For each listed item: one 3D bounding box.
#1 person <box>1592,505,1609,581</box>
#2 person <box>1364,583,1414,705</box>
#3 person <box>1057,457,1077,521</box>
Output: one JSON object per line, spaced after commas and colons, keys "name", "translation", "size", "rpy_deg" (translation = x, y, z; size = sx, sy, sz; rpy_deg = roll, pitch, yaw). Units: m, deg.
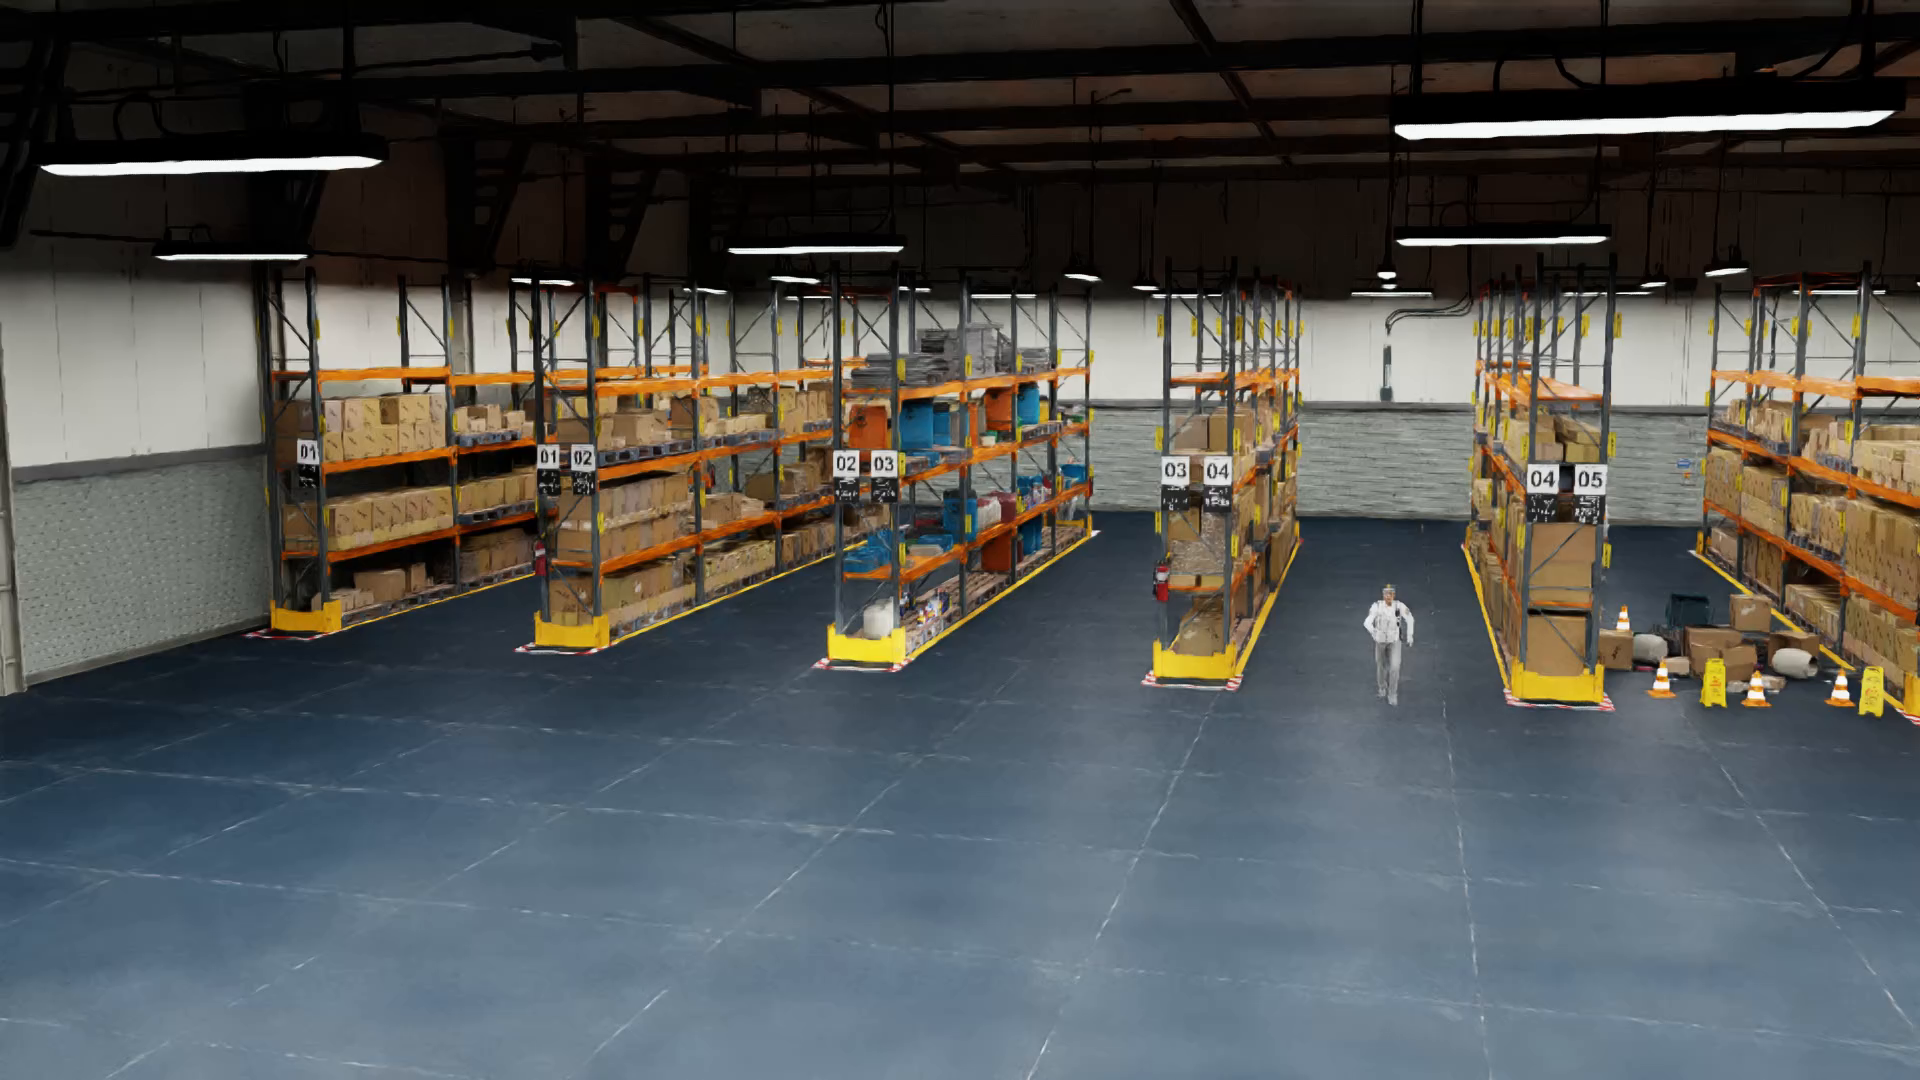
{"name": "person", "translation": [12.761, -0.100, 33.211], "size": [0.448, 1.780, 0.586], "rpy_deg": [-2, 8, -17]}
{"name": "person", "translation": [5.785, 1.359, 22.462], "size": [0.636, 1.621, 0.814], "rpy_deg": [3, 8, 20]}
{"name": "person", "translation": [2.721, -1.259, 42.479], "size": [0.613, 1.760, 0.629], "rpy_deg": [-3, 8, -20]}
